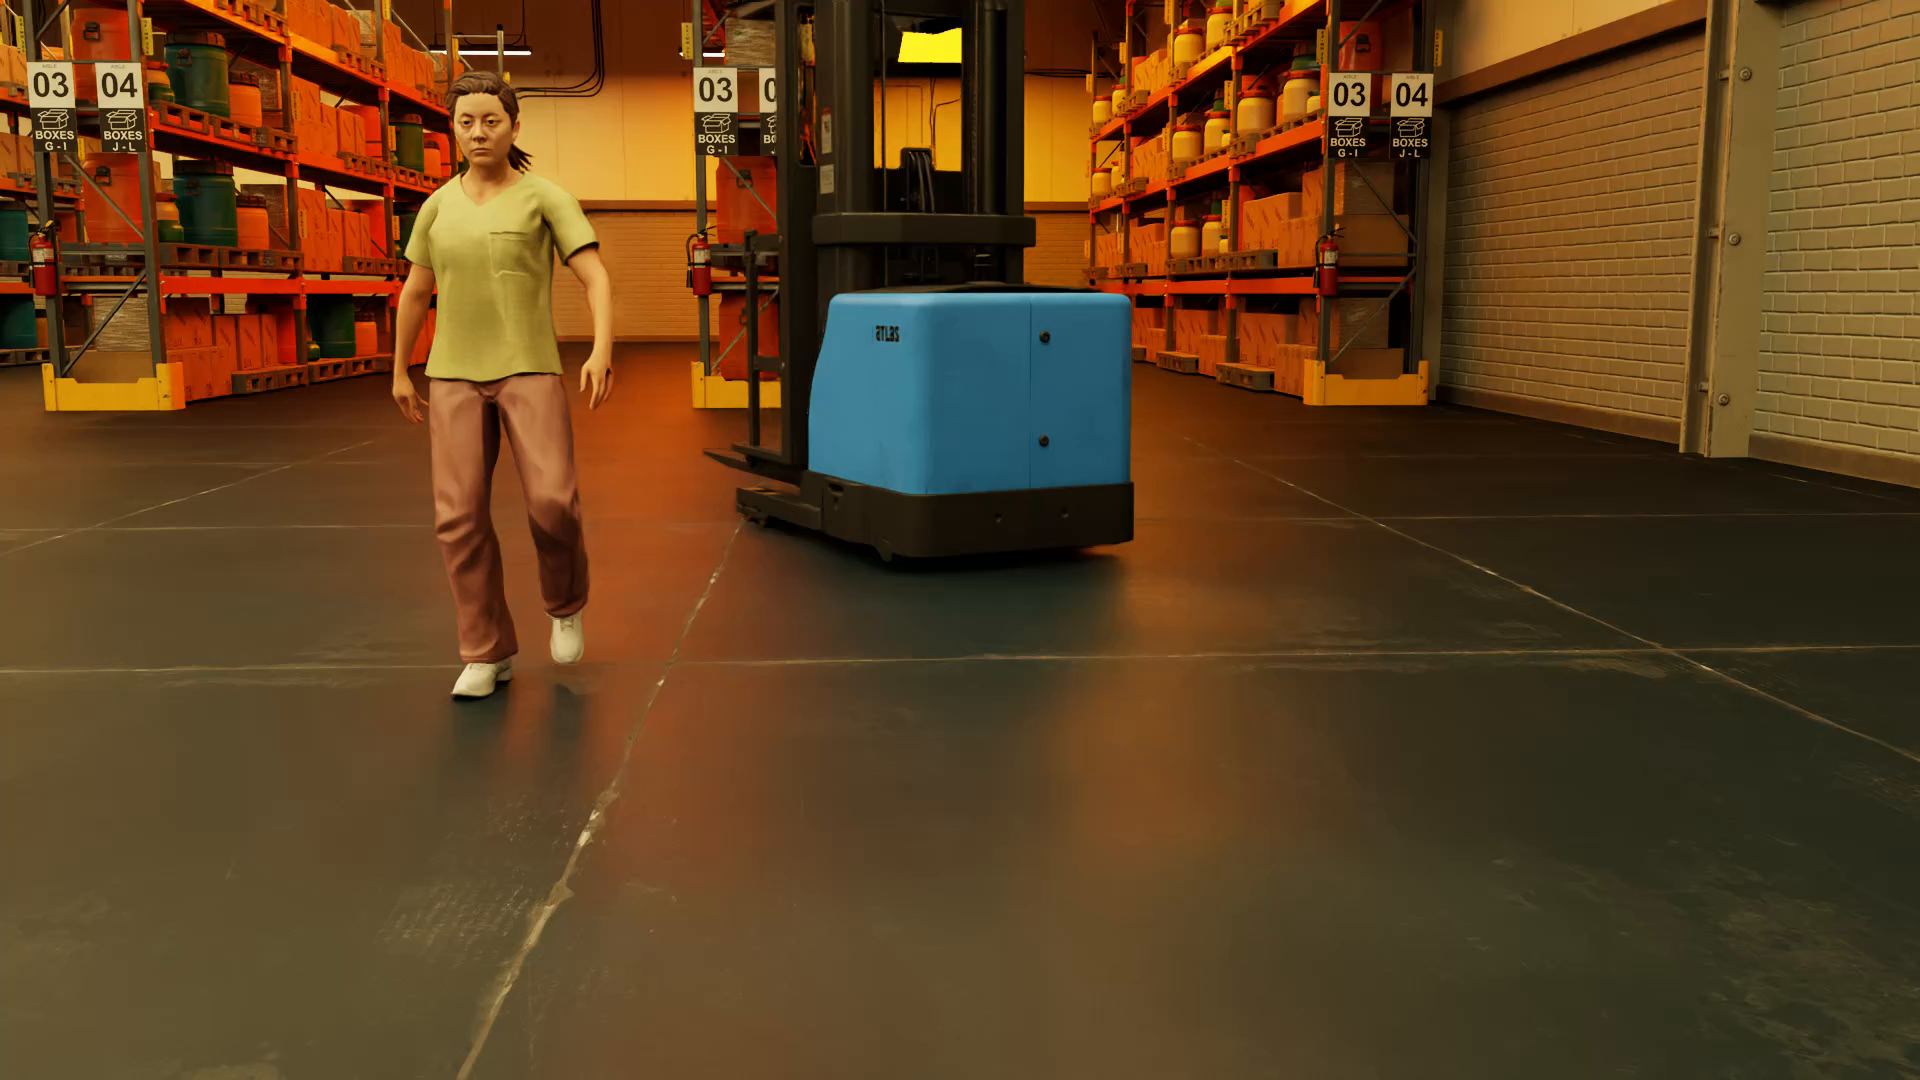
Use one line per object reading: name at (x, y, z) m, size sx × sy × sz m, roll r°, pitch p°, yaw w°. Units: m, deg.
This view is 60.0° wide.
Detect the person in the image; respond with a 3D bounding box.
person at (-1.242, -0.422, 4.524) m, size 0.657 × 1.656 × 0.492 m, roll 0°, pitch 8°, yaw -1°

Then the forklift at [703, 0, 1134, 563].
forklift at (-0.410, -1.538, 7.691) m, size 1.130 × 2.935 × 3.031 m, roll -4°, pitch 9°, yaw -27°
